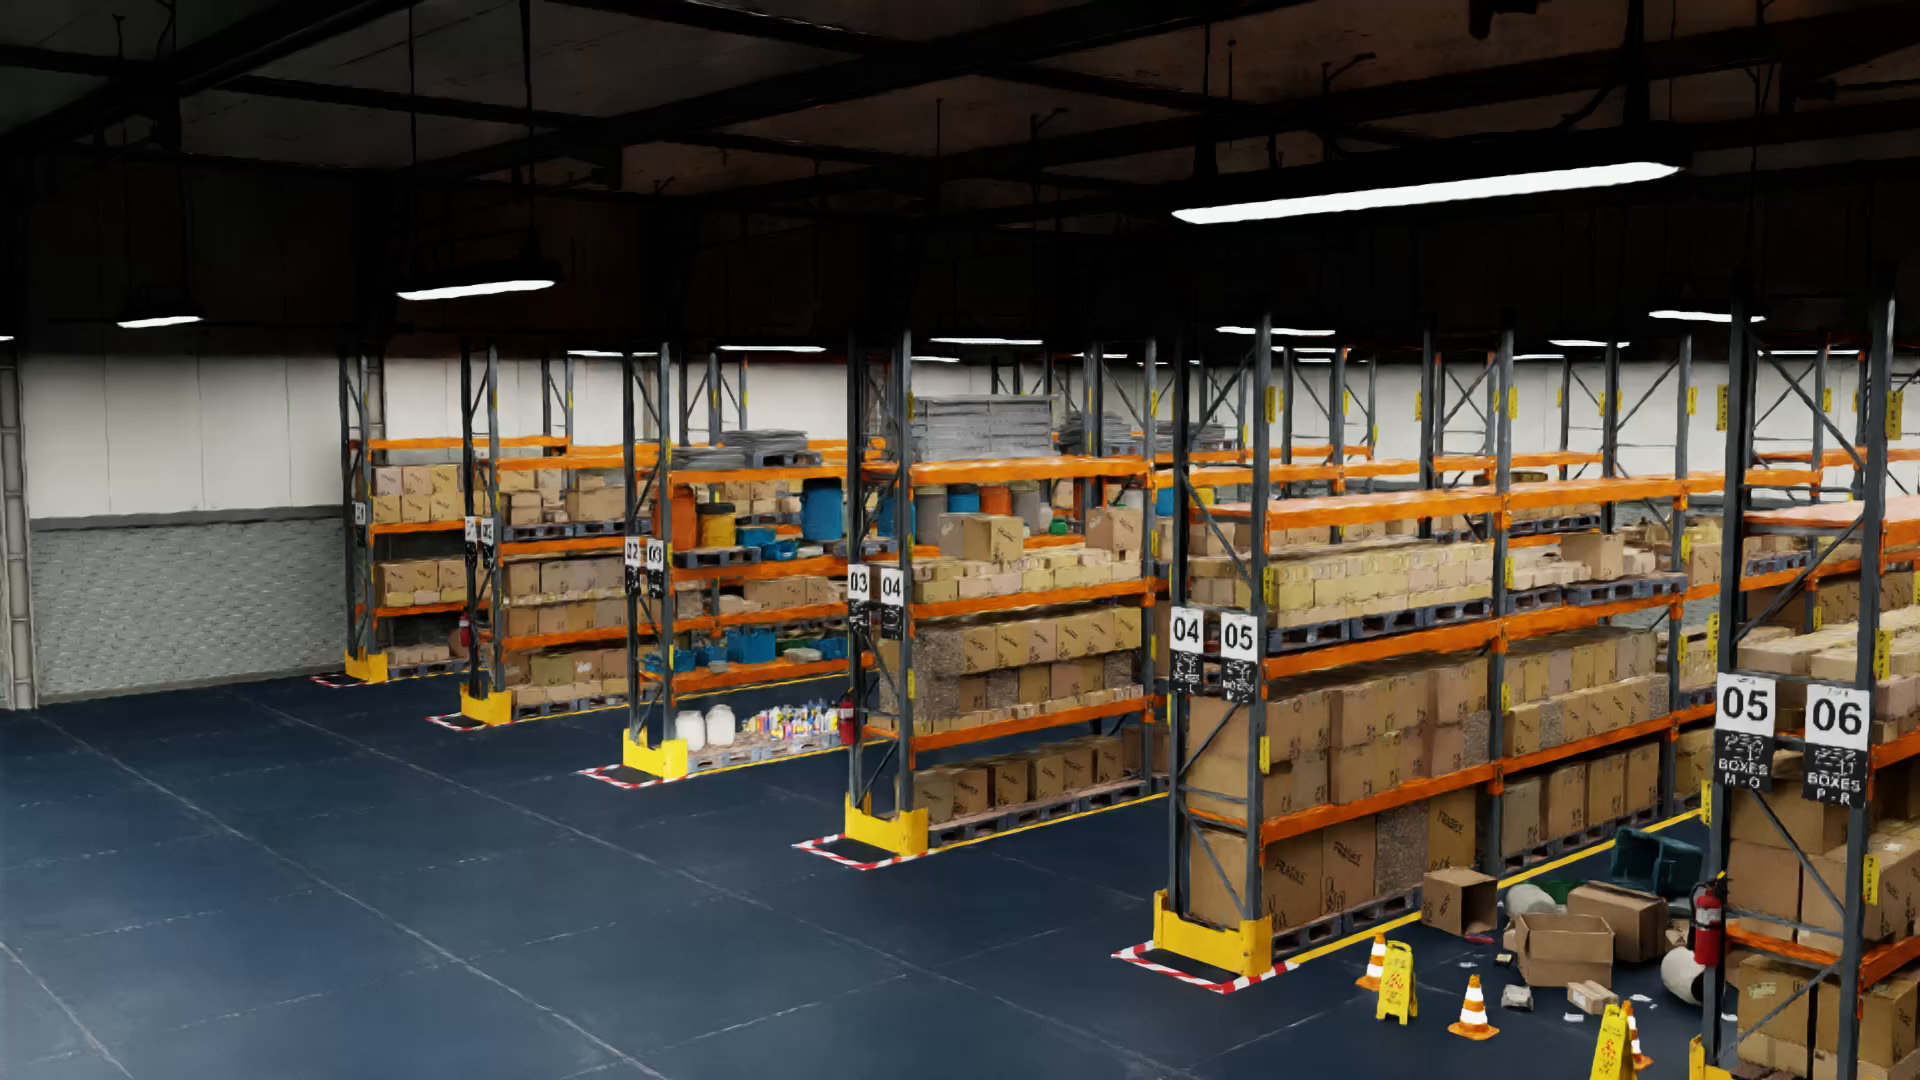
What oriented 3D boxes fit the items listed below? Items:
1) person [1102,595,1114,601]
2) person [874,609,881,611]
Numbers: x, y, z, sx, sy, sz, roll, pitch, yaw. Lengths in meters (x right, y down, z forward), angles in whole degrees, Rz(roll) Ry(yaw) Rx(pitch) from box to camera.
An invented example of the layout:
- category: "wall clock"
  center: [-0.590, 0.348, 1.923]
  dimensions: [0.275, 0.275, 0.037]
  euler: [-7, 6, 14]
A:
- category: "person"
  center: [3.015, 1.355, 33.707]
  dimensions: [0.592, 1.604, 0.513]
  euler: [5, 7, 44]
- category: "person"
  center: [-1.668, 1.263, 34.448]
  dimensions: [1.071, 1.575, 0.456]
  euler: [-4, 7, -40]
